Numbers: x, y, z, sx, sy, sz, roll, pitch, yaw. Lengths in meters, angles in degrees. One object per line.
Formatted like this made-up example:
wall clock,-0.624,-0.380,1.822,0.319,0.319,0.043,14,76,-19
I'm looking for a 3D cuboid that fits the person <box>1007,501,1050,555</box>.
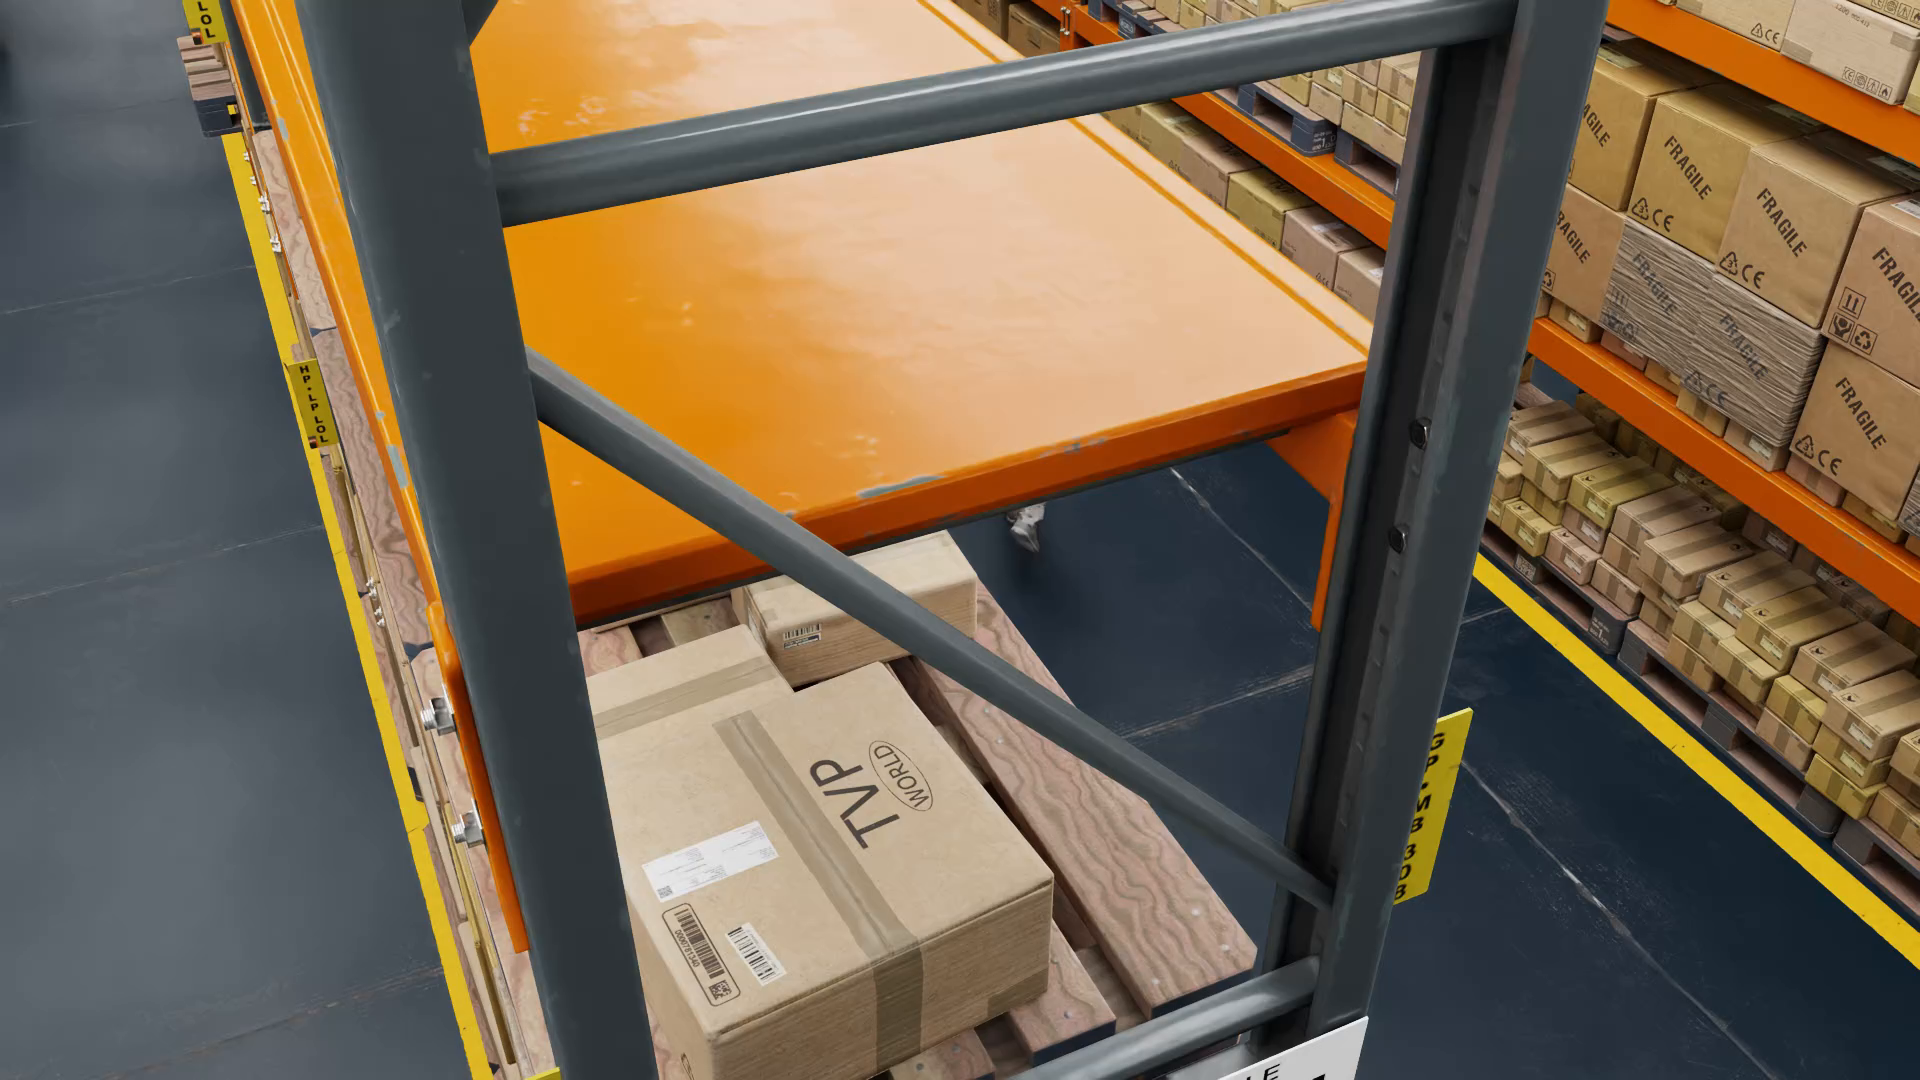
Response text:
person,0.304,-0.682,7.719,0.506,1.652,0.687,12,39,16
